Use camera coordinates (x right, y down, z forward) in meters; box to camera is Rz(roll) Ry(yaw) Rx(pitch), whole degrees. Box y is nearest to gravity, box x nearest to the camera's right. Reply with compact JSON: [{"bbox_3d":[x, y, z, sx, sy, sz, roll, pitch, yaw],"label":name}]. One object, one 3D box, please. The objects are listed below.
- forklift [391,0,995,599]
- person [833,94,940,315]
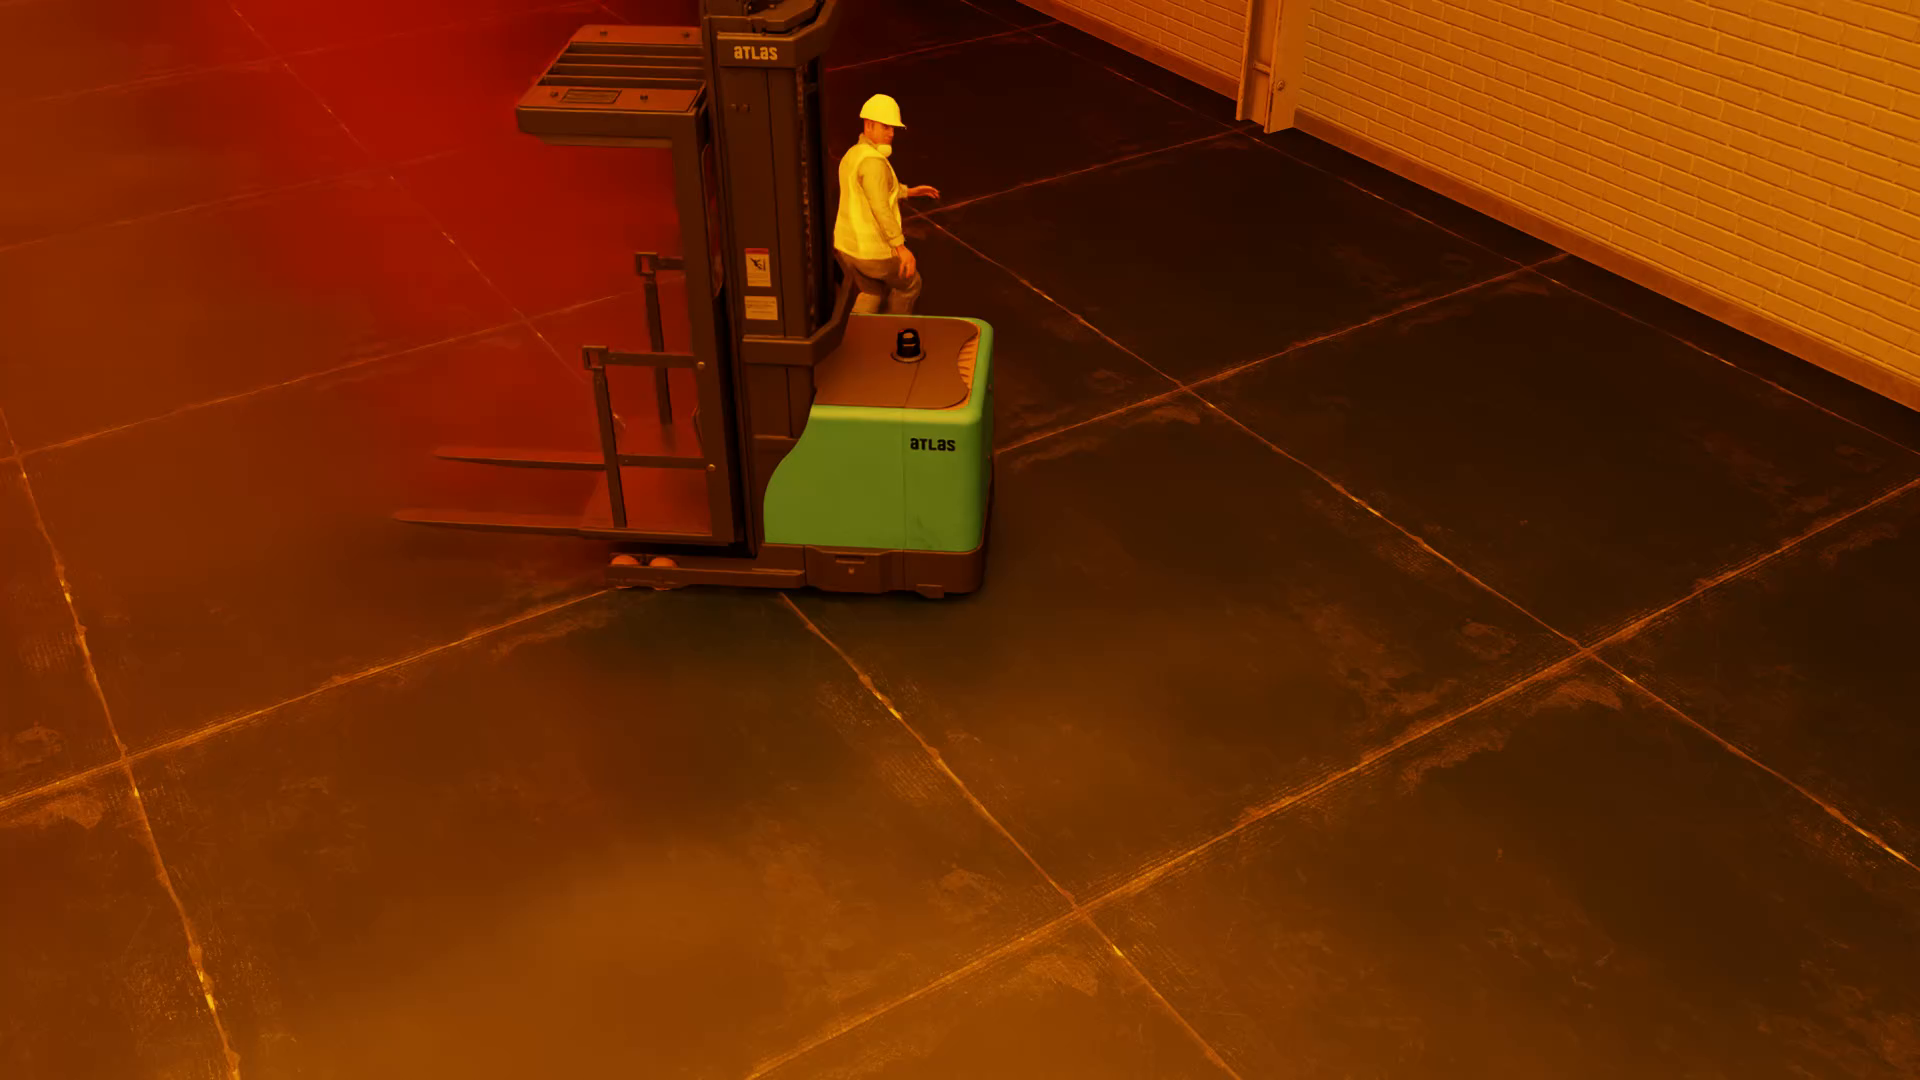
[{"bbox_3d":[-1.361,-1.245,7.920,3.031,2.935,1.130,3,35,4],"label":"forklift"},{"bbox_3d":[-0.377,-1.790,9.839,0.807,1.648,0.818,-26,42,-32],"label":"person"}]
